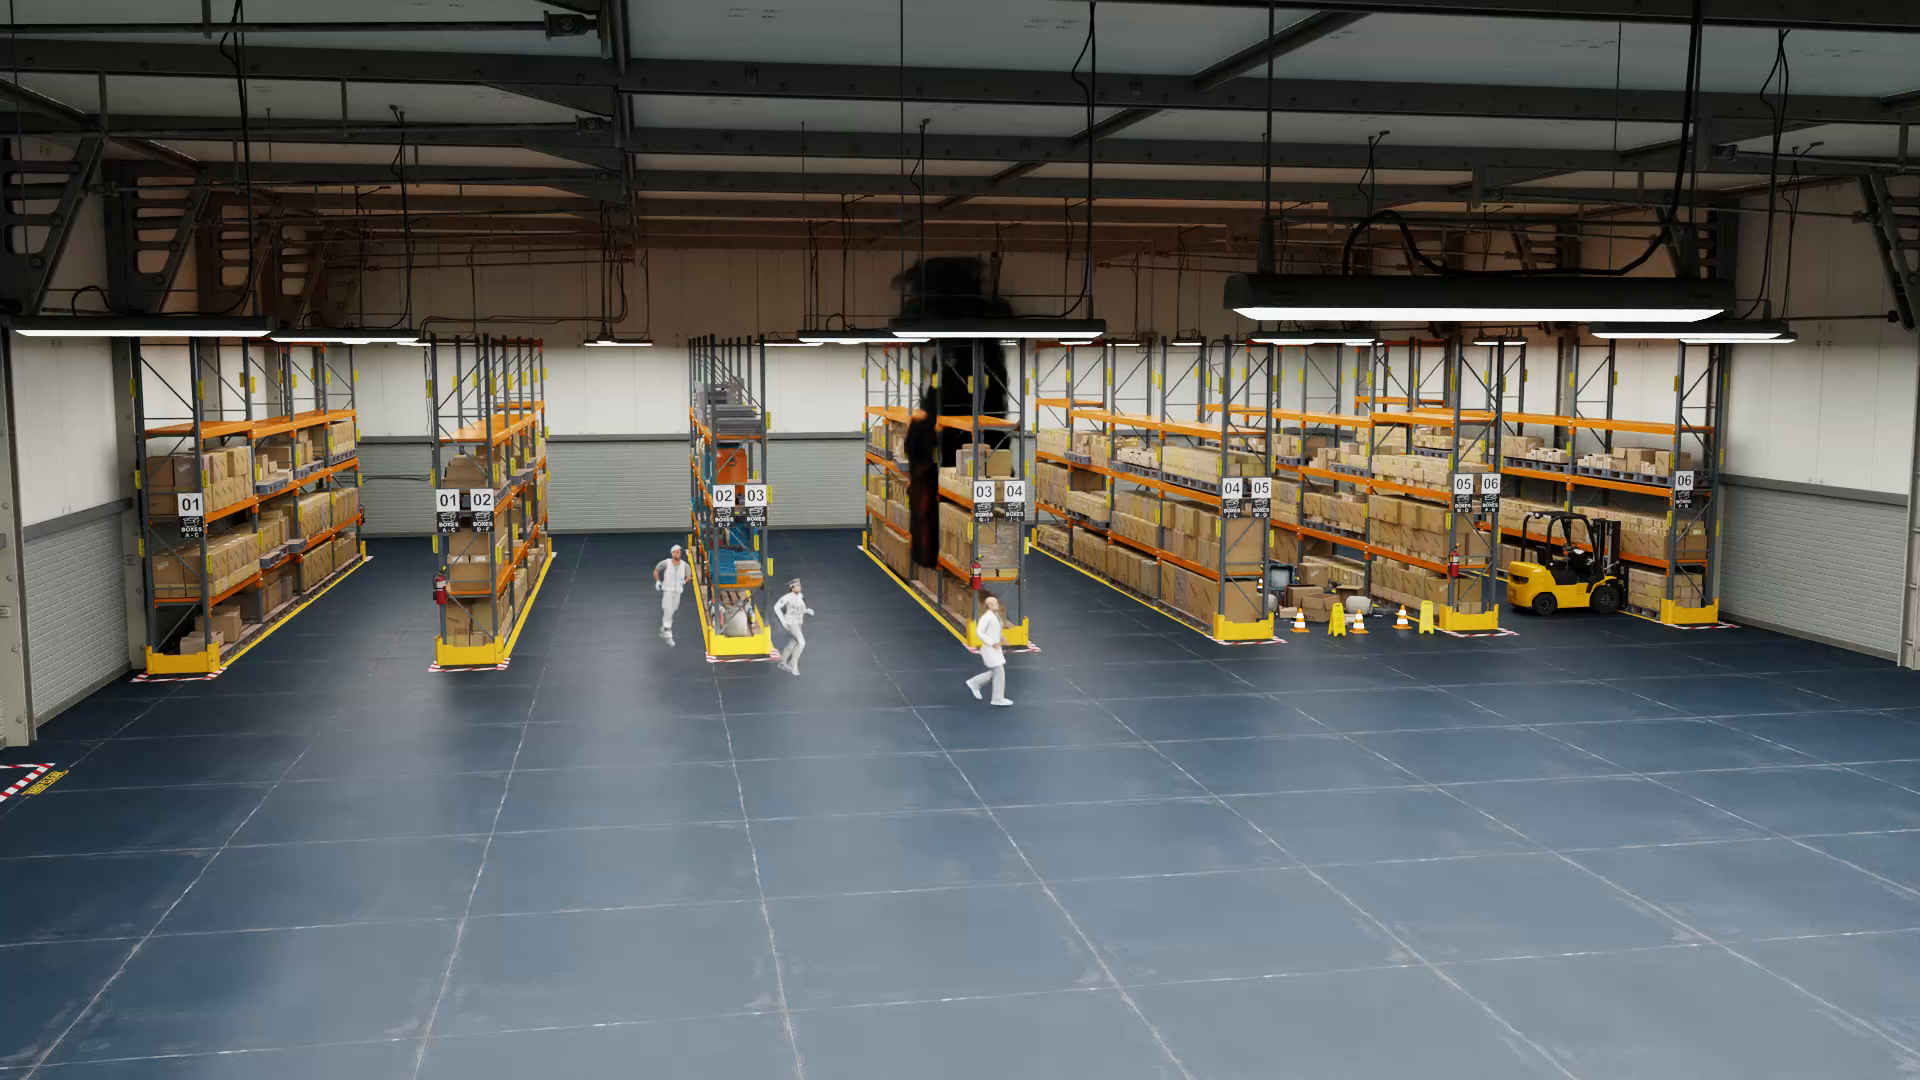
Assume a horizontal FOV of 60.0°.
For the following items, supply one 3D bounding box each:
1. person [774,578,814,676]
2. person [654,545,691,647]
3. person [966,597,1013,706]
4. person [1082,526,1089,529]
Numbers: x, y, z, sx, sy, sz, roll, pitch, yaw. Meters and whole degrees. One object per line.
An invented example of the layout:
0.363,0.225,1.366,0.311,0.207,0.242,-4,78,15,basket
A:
-2.930,1.523,29.436,0.718,1.730,0.607,3,7,26,person
-5.333,1.007,30.992,0.668,1.830,0.778,-4,8,-32,person
0.469,1.784,26.797,0.807,1.751,0.725,2,7,15,person
3.802,-0.710,49.629,0.596,1.545,0.484,-6,9,-40,person
